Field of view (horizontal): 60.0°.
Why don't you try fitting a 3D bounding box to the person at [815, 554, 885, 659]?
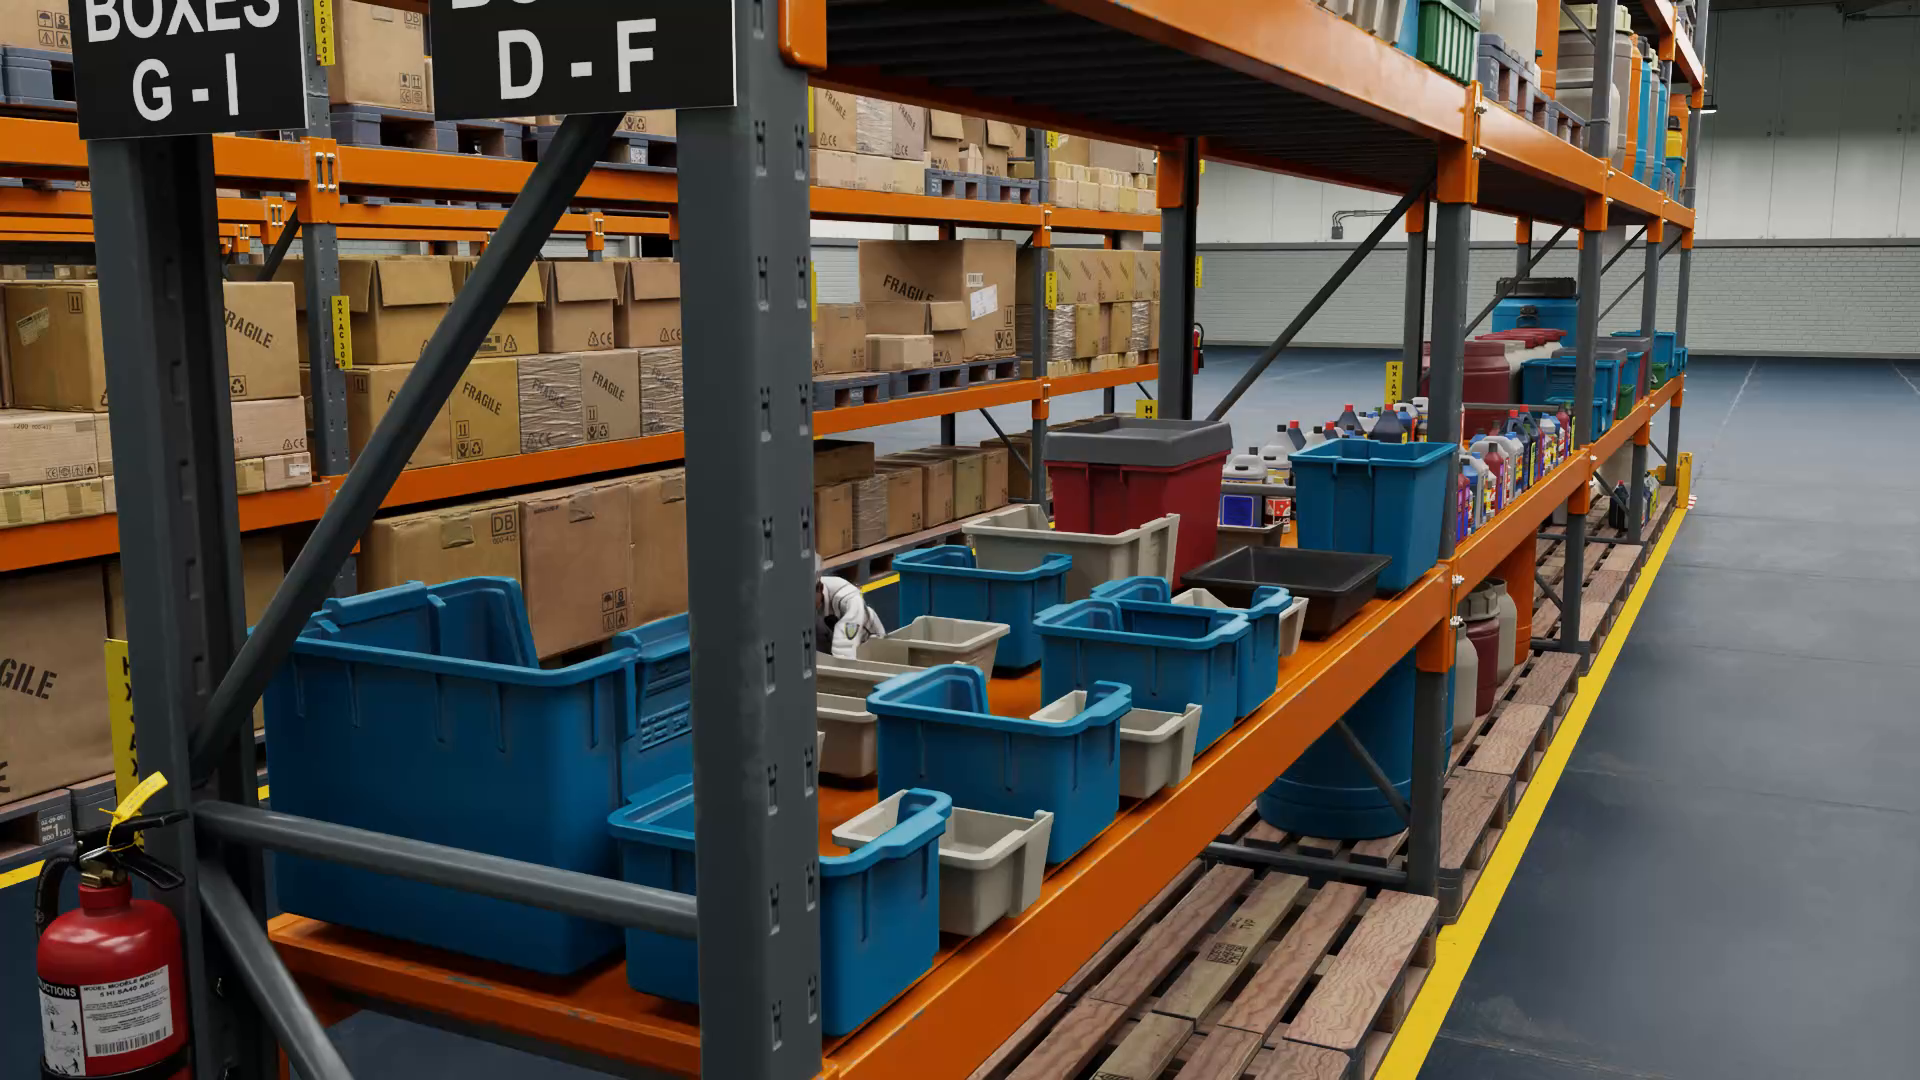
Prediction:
[{"bbox_3d":[-0.627,0.518,7.786,0.490,0.995,0.816,4,10,26],"label":"person"}]
